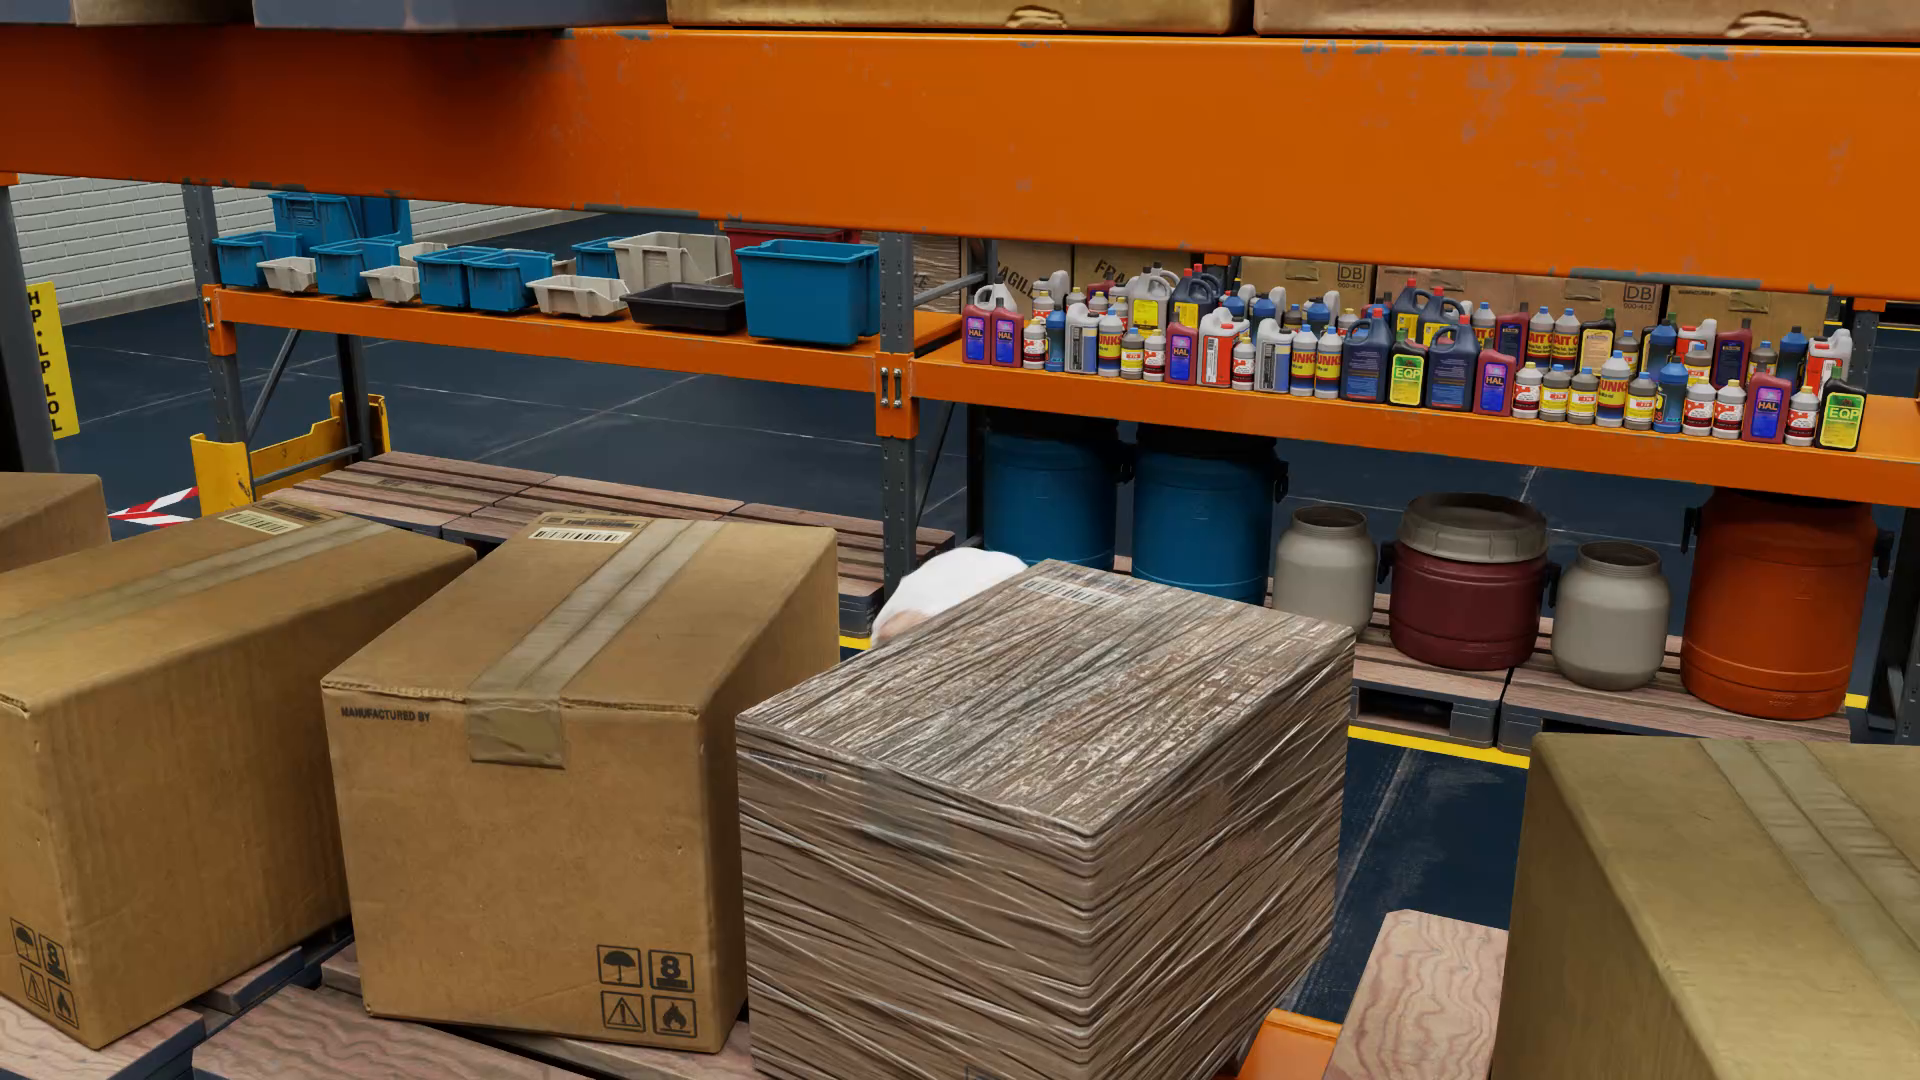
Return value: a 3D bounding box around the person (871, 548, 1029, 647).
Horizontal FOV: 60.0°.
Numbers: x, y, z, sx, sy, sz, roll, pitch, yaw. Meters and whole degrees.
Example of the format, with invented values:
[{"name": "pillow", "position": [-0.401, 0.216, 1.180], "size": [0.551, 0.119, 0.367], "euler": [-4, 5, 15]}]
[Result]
[{"name": "person", "position": [-0.018, 0.639, 5.173], "size": [0.557, 1.157, 0.945], "euler": [7, 20, 21]}]
